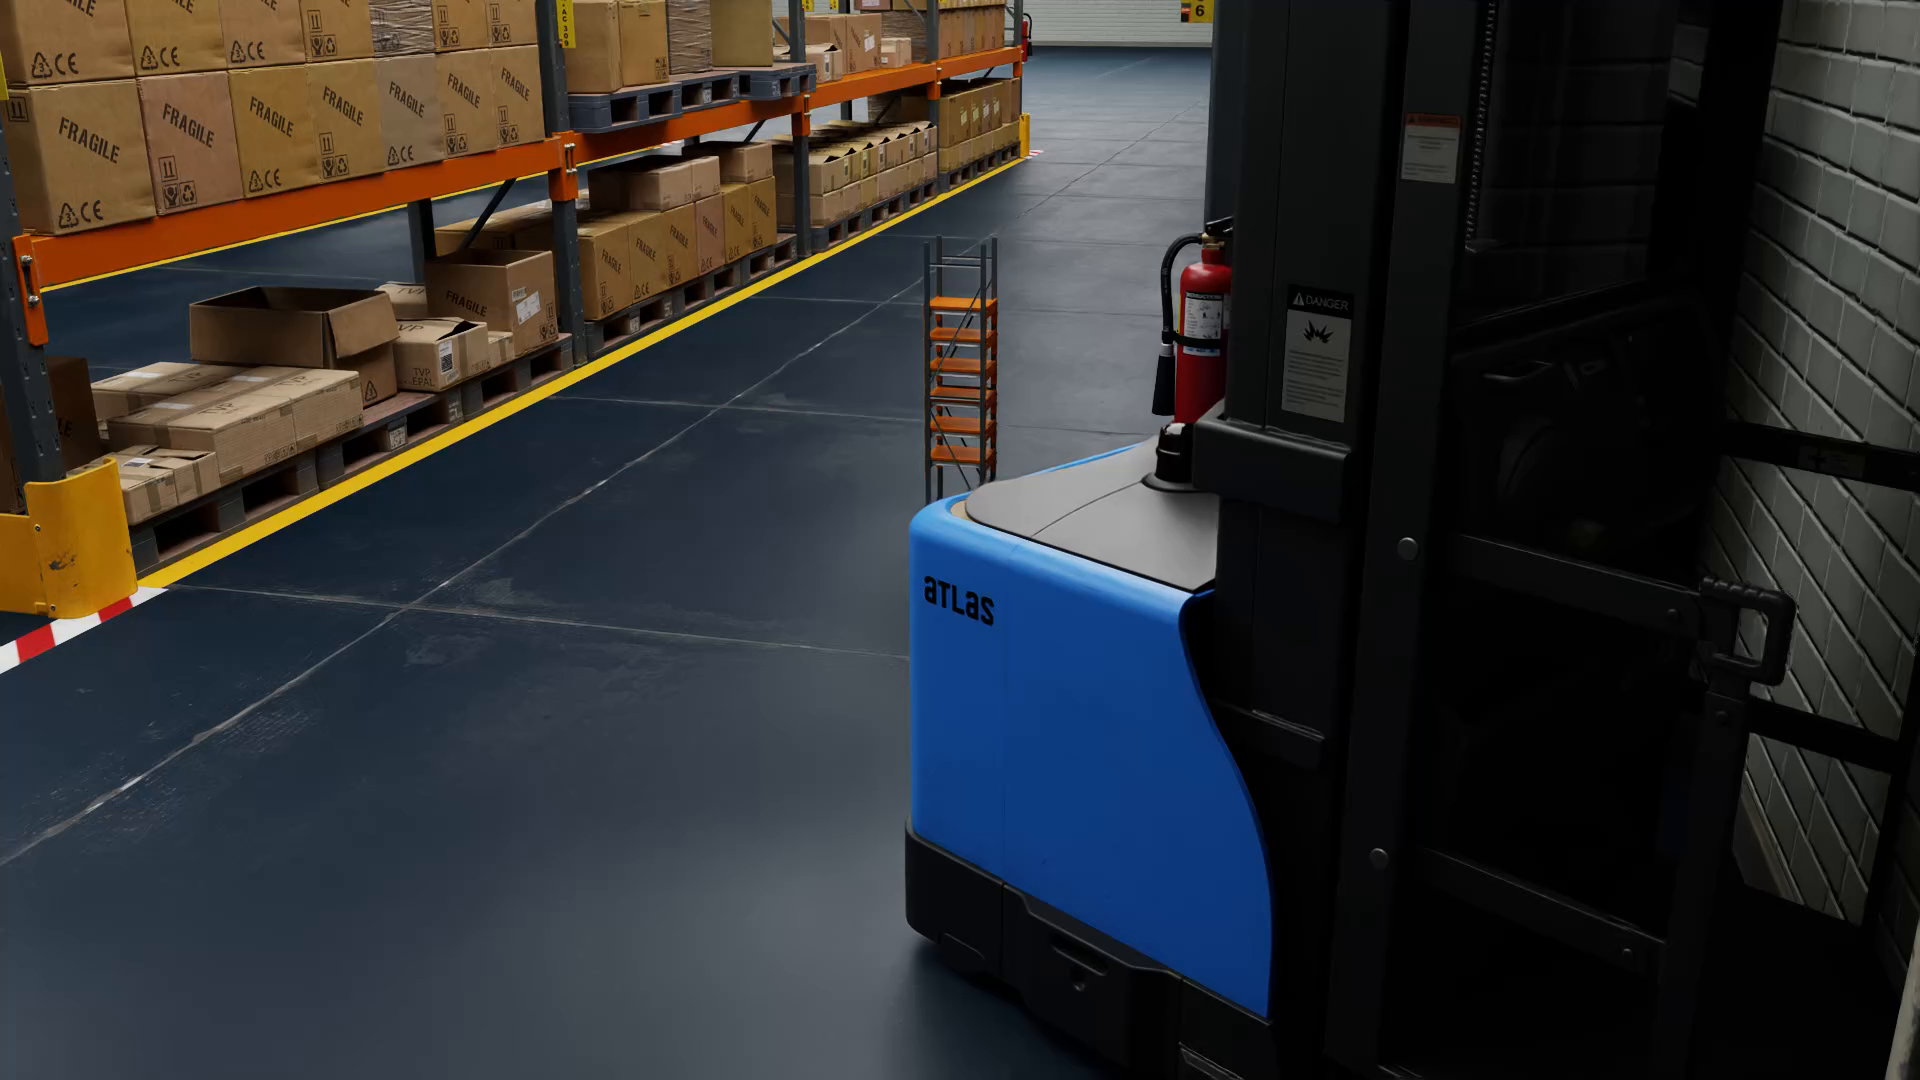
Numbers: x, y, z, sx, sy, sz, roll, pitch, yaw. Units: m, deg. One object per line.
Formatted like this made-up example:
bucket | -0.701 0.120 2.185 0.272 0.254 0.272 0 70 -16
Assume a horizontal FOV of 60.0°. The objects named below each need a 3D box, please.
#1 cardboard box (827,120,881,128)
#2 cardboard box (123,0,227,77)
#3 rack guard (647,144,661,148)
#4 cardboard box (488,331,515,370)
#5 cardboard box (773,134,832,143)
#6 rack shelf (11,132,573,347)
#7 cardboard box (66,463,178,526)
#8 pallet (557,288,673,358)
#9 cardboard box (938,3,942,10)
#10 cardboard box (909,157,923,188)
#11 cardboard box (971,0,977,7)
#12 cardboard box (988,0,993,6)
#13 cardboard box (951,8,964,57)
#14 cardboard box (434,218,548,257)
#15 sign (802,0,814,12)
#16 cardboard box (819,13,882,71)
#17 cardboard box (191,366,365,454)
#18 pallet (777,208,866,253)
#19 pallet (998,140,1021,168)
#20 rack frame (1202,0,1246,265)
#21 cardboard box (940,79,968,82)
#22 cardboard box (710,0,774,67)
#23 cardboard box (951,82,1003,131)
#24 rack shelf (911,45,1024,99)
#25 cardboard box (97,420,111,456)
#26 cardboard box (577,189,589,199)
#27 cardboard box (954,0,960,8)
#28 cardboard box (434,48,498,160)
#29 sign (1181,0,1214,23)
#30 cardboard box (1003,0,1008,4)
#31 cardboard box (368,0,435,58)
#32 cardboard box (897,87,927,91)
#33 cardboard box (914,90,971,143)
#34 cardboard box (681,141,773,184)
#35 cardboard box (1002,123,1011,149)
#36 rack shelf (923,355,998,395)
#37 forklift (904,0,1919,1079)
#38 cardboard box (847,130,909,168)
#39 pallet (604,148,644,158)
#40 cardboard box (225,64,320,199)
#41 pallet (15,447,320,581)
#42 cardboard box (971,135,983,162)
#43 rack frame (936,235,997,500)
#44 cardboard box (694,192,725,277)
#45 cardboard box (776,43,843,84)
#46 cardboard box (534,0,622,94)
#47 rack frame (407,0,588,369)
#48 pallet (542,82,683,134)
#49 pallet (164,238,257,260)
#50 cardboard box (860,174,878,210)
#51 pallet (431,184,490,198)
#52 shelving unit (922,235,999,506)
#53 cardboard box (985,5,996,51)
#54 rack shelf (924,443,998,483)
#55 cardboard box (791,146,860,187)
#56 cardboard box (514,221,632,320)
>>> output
cardboard box | -1.056 -4.025 16.567 0.500 0.311 0.500 5 19 14
cardboard box | -3.161 -2.014 6.241 0.500 0.500 0.500 5 19 14
rack guard | -4.511 -5.407 21.745 1.175 0.500 0.348 5 19 13
cardboard box | -2.566 -1.000 8.705 0.380 0.149 0.250 5 19 13
cardboard box | -1.430 -3.543 15.156 0.500 0.311 0.500 5 20 15
rack shelf | -3.157 -1.497 7.542 1.077 0.370 4.000 5 19 13
cardboard box | -3.210 -0.174 6.285 0.380 0.149 0.250 5 19 13
pallet | -2.506 -1.402 10.467 1.003 0.211 1.213 5 19 13
cardboard box | -0.399 -5.474 16.914 0.380 0.149 0.250 5 19 14
cardboard box | -0.659 -3.558 16.068 0.500 0.250 0.500 4 19 13
cardboard box | -0.022 -5.959 18.334 0.380 0.149 0.250 4 19 13
cardboard box | 0.167 -6.204 19.052 0.380 0.149 0.250 5 19 14
cardboard box | -0.362 -5.481 17.940 0.700 0.500 0.500 5 19 14
cardboard box | -2.825 -1.667 10.113 0.500 0.500 0.500 5 19 13
sign | -1.162 -4.189 12.641 0.100 0.325 0.005 5 19 13
cardboard box | -1.046 -4.614 15.402 0.500 0.500 0.500 6 20 17
cardboard box | -2.993 -0.579 7.315 0.500 0.250 0.500 5 19 13
pallet | -1.452 -2.653 14.129 1.003 0.211 1.213 5 19 13
pallet | 0.118 -4.663 20.012 1.003 0.211 1.213 5 19 13
rack frame | 1.159 -0.820 4.449 1.000 3.000 0.127 5 19 13
cardboard box | -0.203 -5.170 19.629 0.500 0.500 0.500 5 19 13
cardboard box | -1.735 -3.758 12.244 0.700 0.500 0.500 -2 19 -5
cardboard box | 0.191 -4.972 19.047 0.500 0.500 0.500 5 19 13
rack shelf | -0.225 -5.258 18.554 1.077 0.370 4.000 5 19 13
cardboard box | -3.565 -0.388 6.884 0.380 0.166 0.250 5 19 13
cardboard box | -2.451 -2.138 11.492 0.500 0.500 0.500 4 19 12
cardboard box | -0.211 -5.715 17.621 0.380 0.149 0.250 4 19 12
cardboard box | -2.666 -2.173 8.254 0.500 0.500 0.500 5 20 15
sign | 0.636 -1.528 4.362 0.100 0.325 0.005 5 19 13
cardboard box | 0.355 -6.445 19.757 0.380 0.149 0.250 4 19 12
cardboard box | -2.786 -2.487 7.627 0.500 0.500 0.500 5 19 14
cardboard box | -0.560 -4.700 18.250 0.500 0.500 0.500 5 19 13
cardboard box | -0.182 -4.502 17.672 0.500 0.500 0.500 5 19 13
cardboard box | -1.701 -2.768 12.179 0.500 0.250 0.500 5 20 15
cardboard box | 0.309 -4.774 19.628 0.500 0.250 0.500 5 19 13
rack shelf | 0.004 -0.644 6.483 0.258 0.103 0.180 5 19 13
forklift | 1.256 -0.206 2.757 1.130 2.935 3.031 -17 25 -41
cardboard box | -0.780 -3.665 15.514 0.500 0.311 0.500 5 19 13
pallet | -4.715 -5.016 21.048 1.003 0.211 1.213 5 19 13
cardboard box | -3.035 -1.695 6.856 0.500 0.500 0.500 5 19 13
pallet | -3.433 -0.165 6.843 1.003 0.211 1.213 5 19 13
cardboard box | -0.052 -4.303 18.250 0.500 0.250 0.500 5 19 13
rack frame | 0.026 -0.601 6.591 0.240 1.200 0.006 5 19 13
cardboard box | -1.941 -2.104 11.395 0.500 0.500 0.500 4 19 11
cardboard box | -1.284 -3.941 13.722 0.500 0.311 0.500 4 19 13
cardboard box | -2.335 -2.841 9.560 0.700 0.500 0.500 -2 19 -5
rack frame | -2.668 -2.464 9.261 1.000 3.000 0.127 5 19 13
pallet | -2.367 -2.615 10.001 1.003 0.211 1.213 5 19 13
pallet | -6.645 -2.540 13.798 1.003 0.211 1.213 5 19 13
cardboard box | -1.035 -3.077 14.661 0.500 0.250 0.500 4 19 12
pallet | -5.670 -3.795 17.472 1.003 0.211 1.213 5 19 13
shelving unit | 0.004 -0.572 6.507 0.258 1.200 0.189 5 19 13
cardboard box | 0.014 -5.962 19.349 0.700 0.500 0.500 5 20 15
rack shelf | 0.004 -0.303 6.599 0.258 0.103 0.180 5 19 13
cardboard box | -1.158 -3.187 14.115 0.500 0.311 0.500 4 19 12
cardboard box | -2.314 -1.622 9.982 0.500 0.500 0.500 4 19 11
